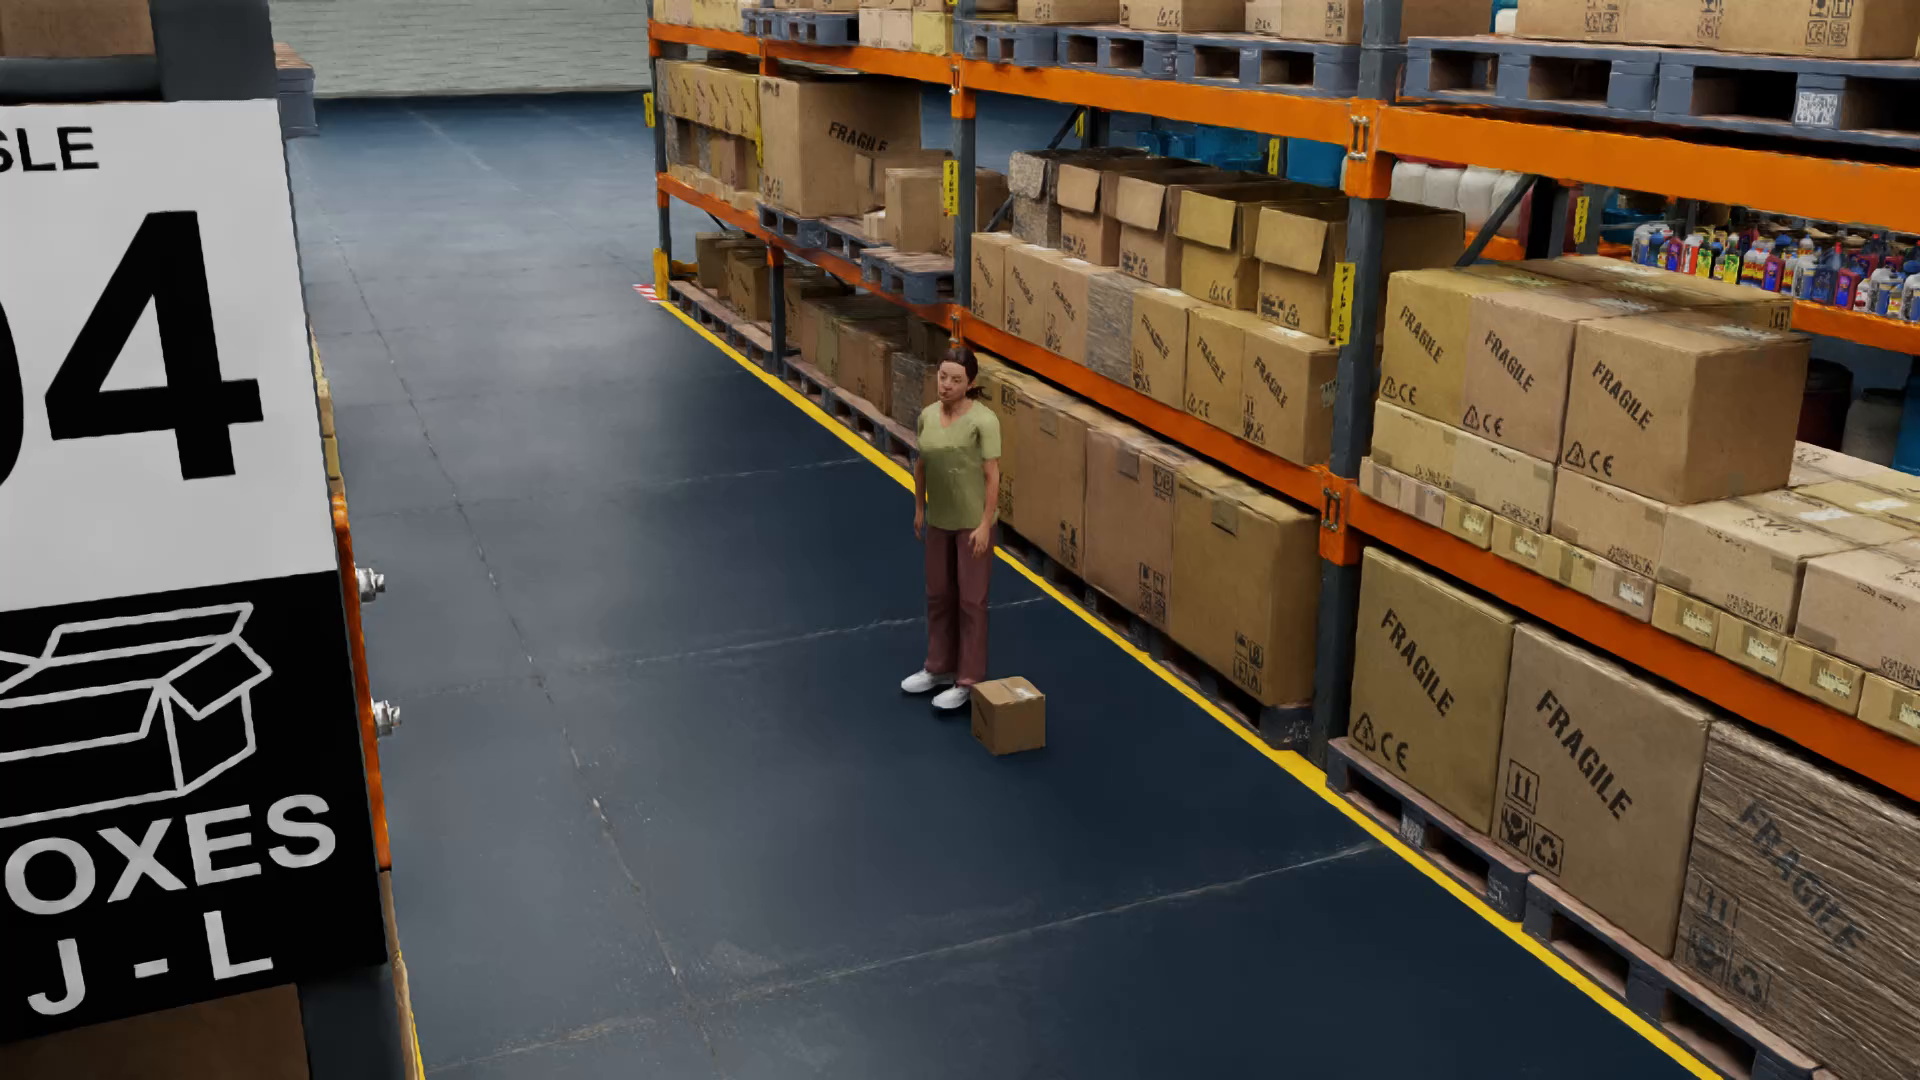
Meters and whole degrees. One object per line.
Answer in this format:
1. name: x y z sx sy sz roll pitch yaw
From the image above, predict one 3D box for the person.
1. person: -0.069 -0.057 7.658 0.497 1.682 0.443 12 22 31
